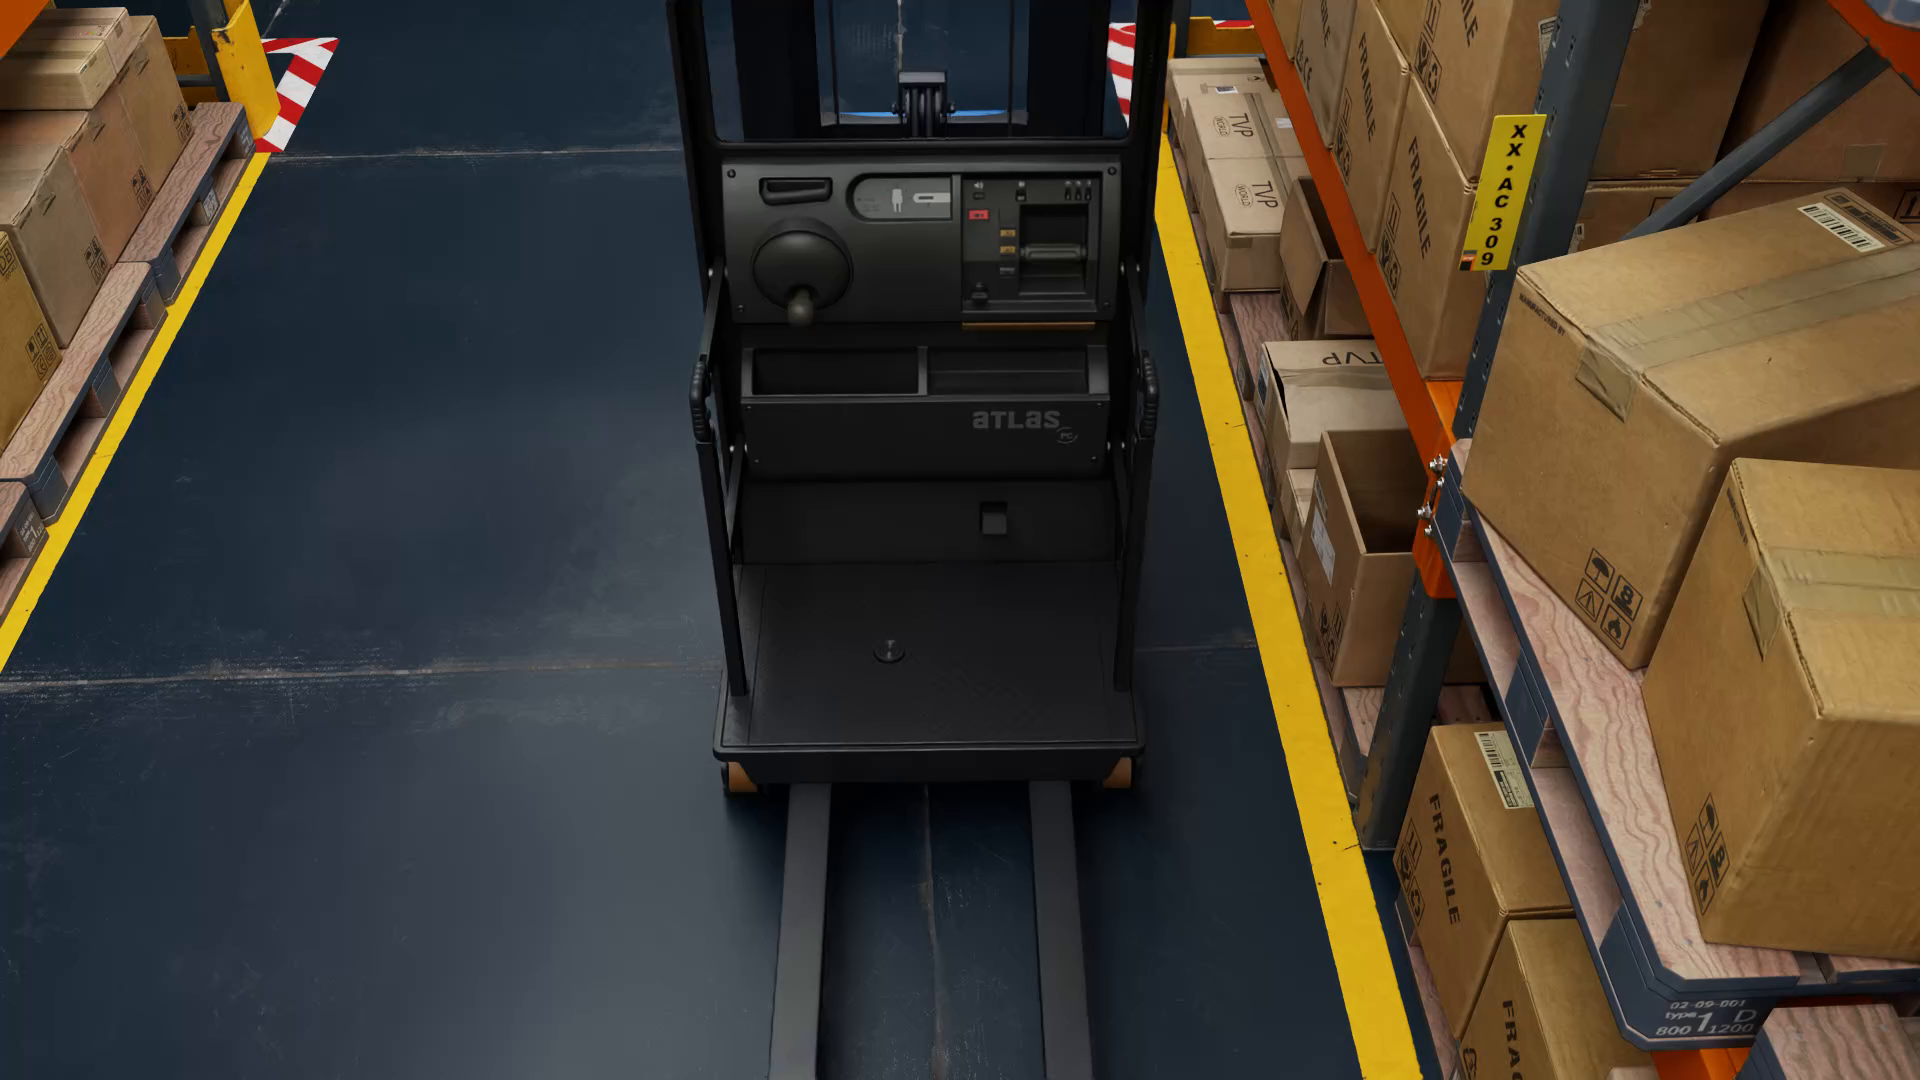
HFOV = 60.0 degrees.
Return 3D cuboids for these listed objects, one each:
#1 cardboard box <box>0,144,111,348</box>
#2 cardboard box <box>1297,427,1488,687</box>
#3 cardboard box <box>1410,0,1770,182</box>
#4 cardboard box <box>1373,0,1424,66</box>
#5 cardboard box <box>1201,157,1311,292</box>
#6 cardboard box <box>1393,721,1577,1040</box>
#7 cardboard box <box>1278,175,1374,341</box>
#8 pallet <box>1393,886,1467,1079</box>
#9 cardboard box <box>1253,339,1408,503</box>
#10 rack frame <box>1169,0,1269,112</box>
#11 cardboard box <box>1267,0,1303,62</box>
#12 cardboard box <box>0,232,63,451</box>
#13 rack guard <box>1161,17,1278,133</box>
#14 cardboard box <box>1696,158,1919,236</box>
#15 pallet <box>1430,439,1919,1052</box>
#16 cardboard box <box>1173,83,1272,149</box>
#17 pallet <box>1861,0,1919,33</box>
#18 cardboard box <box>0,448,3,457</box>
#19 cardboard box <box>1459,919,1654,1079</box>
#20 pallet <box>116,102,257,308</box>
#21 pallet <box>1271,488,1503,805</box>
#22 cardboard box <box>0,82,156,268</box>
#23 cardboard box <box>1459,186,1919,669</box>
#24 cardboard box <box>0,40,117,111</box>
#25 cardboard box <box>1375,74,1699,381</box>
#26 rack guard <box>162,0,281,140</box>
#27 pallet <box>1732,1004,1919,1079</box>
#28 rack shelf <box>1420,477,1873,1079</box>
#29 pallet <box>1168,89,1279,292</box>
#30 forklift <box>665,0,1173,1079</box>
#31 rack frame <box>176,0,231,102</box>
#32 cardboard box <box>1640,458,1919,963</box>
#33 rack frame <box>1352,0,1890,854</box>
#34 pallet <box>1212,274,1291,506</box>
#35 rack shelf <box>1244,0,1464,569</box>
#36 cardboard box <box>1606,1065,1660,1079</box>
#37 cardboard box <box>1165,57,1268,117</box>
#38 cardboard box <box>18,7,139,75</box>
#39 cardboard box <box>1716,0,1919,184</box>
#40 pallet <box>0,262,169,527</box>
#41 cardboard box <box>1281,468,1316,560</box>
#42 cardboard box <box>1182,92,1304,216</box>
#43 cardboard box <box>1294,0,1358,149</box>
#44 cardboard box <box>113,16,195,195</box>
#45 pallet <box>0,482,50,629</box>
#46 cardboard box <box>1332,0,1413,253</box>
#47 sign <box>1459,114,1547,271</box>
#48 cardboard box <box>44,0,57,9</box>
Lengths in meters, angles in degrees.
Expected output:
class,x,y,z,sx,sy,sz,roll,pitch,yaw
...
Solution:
class,x,y,z,sx,sy,sz,roll,pitch,yaw
cardboard box,-3.396,-0.984,5.642,0.700,0.500,0.500,-3,43,-3
cardboard box,1.242,0.041,4.510,0.500,0.500,0.500,-2,43,-2
cardboard box,1.270,-1.081,3.396,0.500,0.500,0.500,-1,43,-2
cardboard box,1.245,-1.427,3.773,0.500,0.500,0.500,-2,43,-3
cardboard box,1.162,-1.140,5.984,0.500,0.250,0.500,-2,43,-2
cardboard box,1.327,0.751,3.735,0.500,0.500,0.500,-3,43,-4
cardboard box,1.465,-0.852,5.481,0.797,0.503,0.637,-2,43,-2
pallet,1.622,1.234,3.747,1.003,0.211,1.213,-2,43,-2
cardboard box,1.210,-0.396,5.126,0.500,0.311,0.500,-2,43,-2
rack frame,1.380,-3.042,6.349,1.000,3.000,0.127,-2,43,-2
cardboard box,1.201,-1.747,4.862,0.500,0.500,0.500,-1,43,-1
cardboard box,-3.366,-0.624,5.250,0.700,0.500,0.500,-1,43,-1
rack guard,1.383,-2.069,7.138,1.175,0.500,0.348,-2,43,-2
cardboard box,1.800,-0.731,3.753,0.500,0.500,0.500,-1,43,-1
pallet,1.475,0.272,2.876,1.003,0.211,1.213,-2,43,-2
cardboard box,1.065,-1.699,6.654,0.380,0.166,0.250,-2,43,-2
pallet,1.507,-0.936,1.970,1.213,0.211,1.003,-2,43,-2
cardboard box,-3.347,-0.277,4.872,0.700,0.500,0.500,-2,43,-2
cardboard box,1.361,1.111,3.342,0.500,0.500,0.500,-1,43,-1
pallet,-3.457,-1.332,6.547,1.003,0.211,1.213,-2,43,-2
pallet,1.522,0.223,4.851,1.003,0.211,1.213,-2,43,-2
cardboard box,-3.418,-1.323,6.013,0.700,0.500,0.500,-2,43,-2
cardboard box,1.347,-0.207,2.871,0.700,0.500,0.500,-15,45,-16
cardboard box,-3.240,-1.646,5.885,0.380,0.149,0.250,-1,43,-1
cardboard box,1.272,-0.709,3.729,0.500,0.500,0.500,-1,43,-1
rack guard,-3.570,-1.992,7.053,1.175,0.500,0.348,-2,43,-2
pallet,1.633,1.117,1.954,1.003,0.211,1.213,-2,43,-2
rack shelf,1.635,1.274,2.173,1.077,0.370,4.000,-2,43,-2
pallet,1.418,-1.425,6.648,1.003,0.211,1.213,-2,43,-2
forklift,-0.082,-0.615,3.752,1.130,2.935,3.031,-1,43,-1
rack frame,-3.569,-2.897,6.191,1.000,3.000,0.127,-2,43,-2
cardboard box,1.439,0.255,2.367,0.700,0.500,0.500,5,43,5
rack frame,1.550,-0.342,3.403,1.000,3.000,0.127,-2,43,-2
pallet,1.467,-0.603,5.752,1.003,0.211,1.213,-2,43,-2
rack shelf,1.465,-1.427,5.119,1.077,0.370,4.000,-2,43,-2
cardboard box,1.369,1.150,2.745,0.500,0.250,0.500,-2,43,-2
cardboard box,1.054,-1.861,6.844,0.380,0.149,0.250,-2,43,-2
cardboard box,-3.252,-1.819,6.073,0.380,0.149,0.250,-2,43,-2
cardboard box,1.811,-1.073,3.387,0.500,0.500,0.500,-1,43,-1
pallet,-3.408,-0.510,5.651,1.003,0.211,1.213,-2,43,-2
cardboard box,1.166,-0.081,4.903,0.380,0.149,0.250,-2,43,-2
cardboard box,1.141,-1.478,6.352,0.500,0.250,0.500,-2,43,-2
cardboard box,1.225,-1.403,4.487,0.500,0.500,0.500,-1,43,-1
cardboard box,-3.439,-1.661,6.381,0.700,0.500,0.500,-2,43,-2
pallet,-3.353,0.315,4.750,1.003,0.211,1.213,-2,43,-2
cardboard box,1.249,-1.057,4.109,0.500,0.500,0.500,-1,43,-1
sign,1.008,-0.640,3.088,0.100,0.325,0.005,-2,43,-2
cardboard box,-3.645,-1.979,6.248,0.380,0.149,0.250,-1,43,-2
